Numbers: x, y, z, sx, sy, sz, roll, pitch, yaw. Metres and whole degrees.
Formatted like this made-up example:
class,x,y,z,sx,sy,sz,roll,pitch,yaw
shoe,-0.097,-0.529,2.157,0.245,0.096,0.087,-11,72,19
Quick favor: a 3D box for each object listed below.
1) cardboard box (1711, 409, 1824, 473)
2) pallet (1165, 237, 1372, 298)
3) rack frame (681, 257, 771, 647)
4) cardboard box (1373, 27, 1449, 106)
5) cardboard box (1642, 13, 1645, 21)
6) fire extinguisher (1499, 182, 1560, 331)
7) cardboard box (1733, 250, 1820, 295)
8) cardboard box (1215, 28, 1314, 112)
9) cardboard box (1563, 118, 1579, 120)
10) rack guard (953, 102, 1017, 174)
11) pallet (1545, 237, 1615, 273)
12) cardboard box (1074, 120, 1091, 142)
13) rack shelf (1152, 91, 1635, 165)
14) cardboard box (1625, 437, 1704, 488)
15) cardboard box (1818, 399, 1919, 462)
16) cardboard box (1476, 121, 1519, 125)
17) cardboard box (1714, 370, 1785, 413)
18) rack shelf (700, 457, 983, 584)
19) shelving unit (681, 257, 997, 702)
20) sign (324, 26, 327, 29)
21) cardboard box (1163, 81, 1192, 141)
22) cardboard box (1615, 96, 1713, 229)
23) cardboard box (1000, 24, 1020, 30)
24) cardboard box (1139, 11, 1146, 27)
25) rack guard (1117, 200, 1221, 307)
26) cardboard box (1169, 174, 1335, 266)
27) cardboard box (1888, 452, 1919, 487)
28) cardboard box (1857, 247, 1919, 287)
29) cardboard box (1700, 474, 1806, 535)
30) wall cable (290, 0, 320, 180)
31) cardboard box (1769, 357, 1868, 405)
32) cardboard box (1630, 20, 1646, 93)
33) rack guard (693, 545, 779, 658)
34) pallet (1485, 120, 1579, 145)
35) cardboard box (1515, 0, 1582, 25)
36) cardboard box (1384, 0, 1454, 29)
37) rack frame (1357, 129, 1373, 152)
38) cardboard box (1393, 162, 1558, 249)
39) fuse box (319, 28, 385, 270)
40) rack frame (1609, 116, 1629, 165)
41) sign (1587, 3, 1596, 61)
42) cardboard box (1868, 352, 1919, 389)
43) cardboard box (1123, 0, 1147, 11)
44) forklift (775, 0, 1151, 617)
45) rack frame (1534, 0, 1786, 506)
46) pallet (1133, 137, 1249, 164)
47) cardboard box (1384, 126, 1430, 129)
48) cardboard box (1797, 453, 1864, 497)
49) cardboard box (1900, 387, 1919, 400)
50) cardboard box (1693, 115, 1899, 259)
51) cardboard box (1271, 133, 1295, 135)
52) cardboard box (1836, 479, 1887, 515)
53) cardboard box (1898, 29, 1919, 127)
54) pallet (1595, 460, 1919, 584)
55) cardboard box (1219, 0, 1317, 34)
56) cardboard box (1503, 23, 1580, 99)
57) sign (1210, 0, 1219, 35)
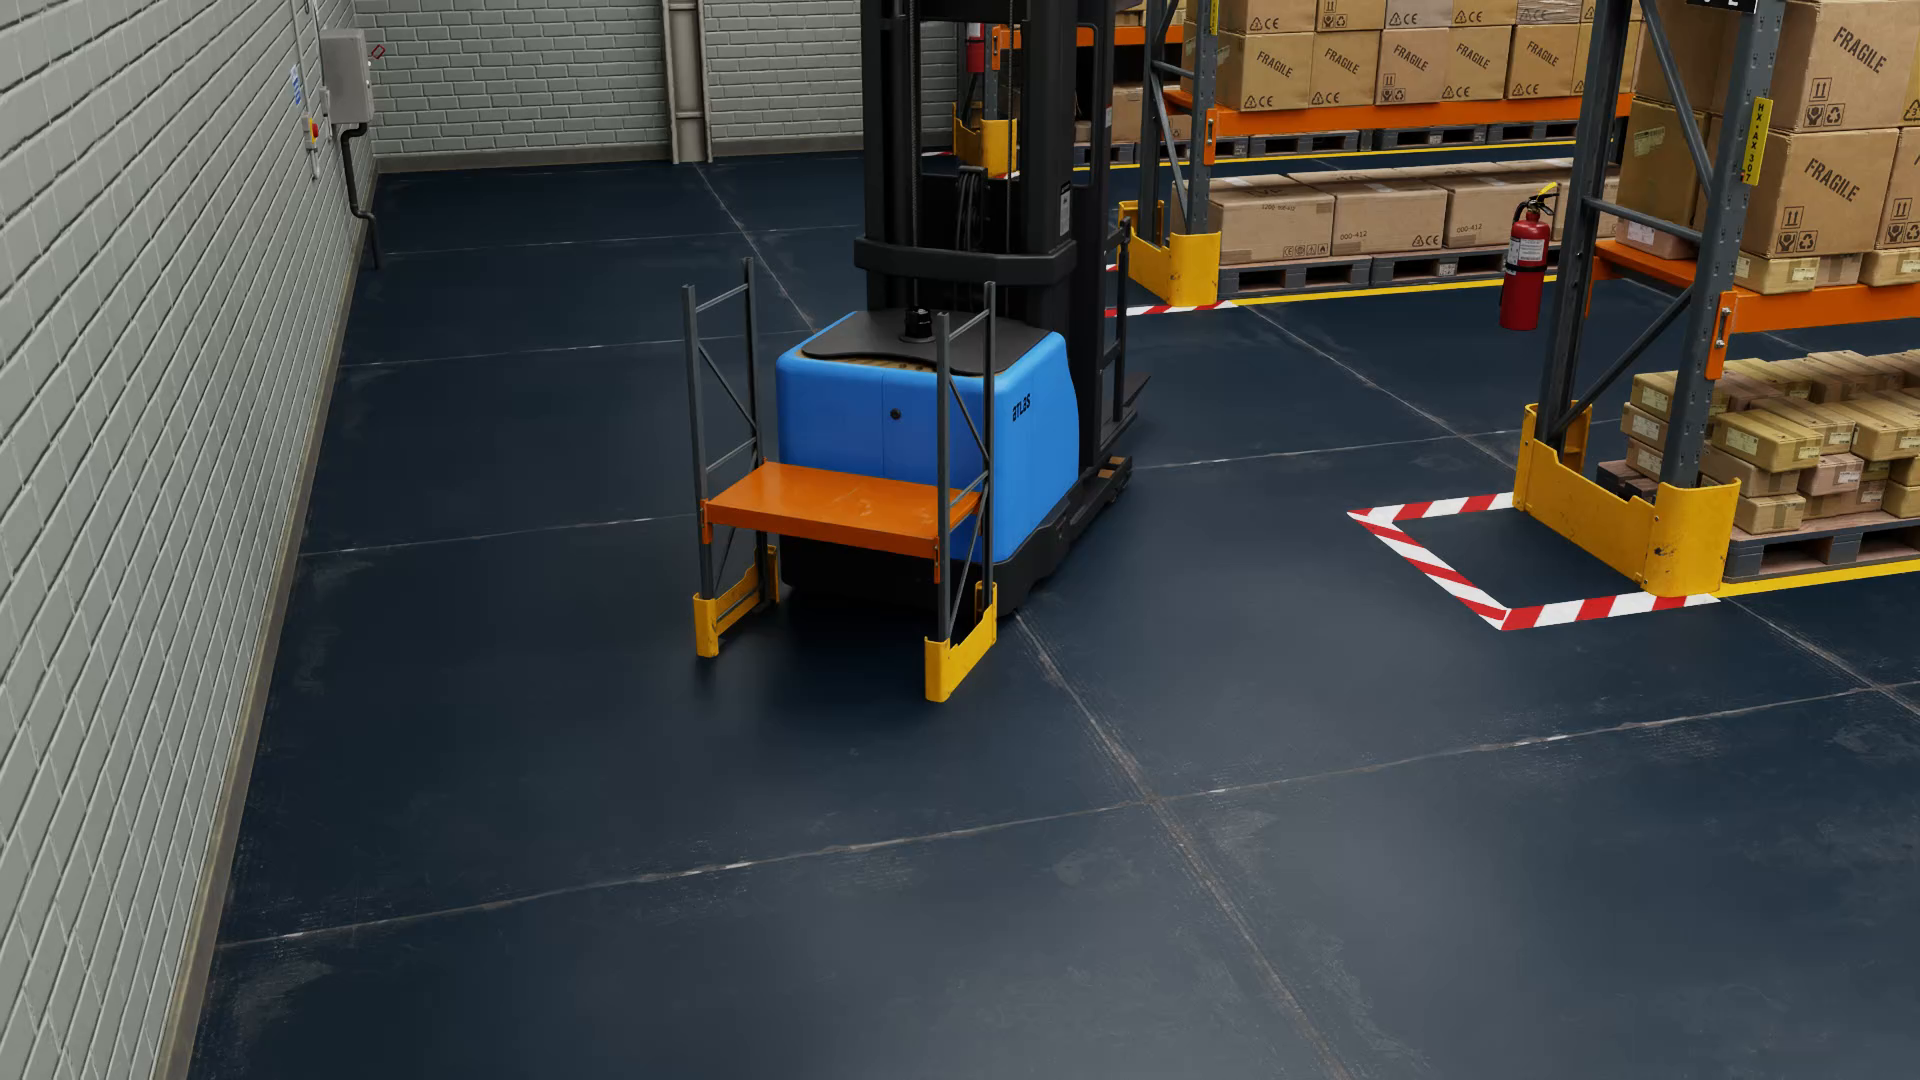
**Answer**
class,x,y,z,sx,sy,sz,roll,pitch,yaw
cardboard box,3.537,-0.437,7.294,0.250,0.149,0.380,-7,24,-17
pallet,2.255,-2.056,12.274,1.213,0.211,1.003,-6,24,-14
rack frame,-0.918,-0.330,6.617,0.032,1.500,0.500,9,25,20
cardboard box,3.020,-3.323,11.563,0.500,0.500,0.500,-6,24,-15
cardboard box,4.977,-3.999,11.871,0.500,0.500,0.500,-7,24,-15
fire extinguisher,2.573,-1.296,7.537,0.183,0.674,0.296,-6,24,-14
cardboard box,3.341,-1.149,6.942,0.250,0.149,0.380,-7,24,-15
cardboard box,2.046,-3.211,11.302,0.500,0.500,0.500,-7,24,-15
cardboard box,6.527,-4.771,17.701,0.500,0.500,0.500,-5,24,-12
rack guard,0.235,-3.966,16.360,0.348,0.500,1.175,-6,24,-14
pallet,4.604,-2.316,12.880,1.213,0.211,1.003,-6,24,-14
cardboard box,1.196,-4.049,16.466,0.250,0.149,0.380,-7,24,-16
rack shelf,3.432,-3.105,12.095,4.000,0.370,1.077,-6,24,-14
cardboard box,3.391,-0.372,7.897,0.250,0.149,0.380,-6,24,-13
cardboard box,4.047,-0.491,7.418,0.250,0.149,0.380,-6,24,-15
cardboard box,5.531,-4.655,17.433,0.500,0.500,0.500,-7,24,-16
cardboard box,3.639,-0.668,7.831,0.250,0.149,0.380,-6,24,-13
rack shelf,-0.446,-0.090,6.514,1.000,0.185,0.538,9,25,20
shelving unit,-0.455,-0.257,6.446,1.083,1.500,0.587,9,25,20
sign,-4.677,-3.548,12.336,0.001,0.494,0.329,-6,24,-14
cardboard box,2.146,-4.275,16.546,0.500,0.500,0.500,-6,24,-13
cardboard box,3.303,-1.682,7.363,0.500,0.500,0.500,-6,24,-13
cardboard box,0.552,-4.922,15.736,0.250,0.149,0.380,-6,24,-15
cardboard box,1.806,-5.041,16.012,0.250,0.149,0.380,-7,24,-16
rack guard,1.483,-2.072,11.944,0.348,0.500,1.175,-6,24,-14
cardboard box,2.114,-2.347,12.132,0.875,0.438,0.875,-7,24,-16
cardboard box,4.281,-0.386,7.550,0.250,0.149,0.380,-6,24,-13
cardboard box,3.848,-1.200,7.061,0.250,0.149,0.380,-7,24,-16
cardboard box,3.531,-0.171,7.428,0.250,0.149,0.380,-6,24,-13
wall cable,-3.917,-3.095,9.830,0.123,1.953,0.585,-6,24,-14
cardboard box,4.120,-0.747,8.016,0.250,0.149,0.380,-7,24,-16
cardboard box,4.980,-3.548,12.089,0.500,0.500,0.500,-6,24,-14
rack guard,-0.917,0.244,6.863,0.087,0.250,0.587,9,25,20
pallet,5.963,-4.484,17.932,1.213,0.211,1.003,-6,24,-14
cardboard box,3.999,-3.890,11.618,0.500,0.500,0.500,-6,24,-14
cardboard box,3.034,-3.787,11.376,0.500,0.500,0.500,-6,24,-15
rack frame,4.013,-5.533,16.841,0.127,3.000,1.000,-6,24,-14
cardboard box,3.862,-2.543,12.589,0.875,0.438,0.875,-7,24,-16
fuse box,-4.344,-2.834,12.185,0.414,1.711,0.539,-6,24,-14
rack frame,5.357,-3.649,12.450,0.127,3.000,1.000,-6,24,-14
sign,2.810,-2.244,7.308,0.005,0.325,0.100,-6,24,-14
cardboard box,4.648,-0.783,8.100,0.250,0.149,0.380,-7,24,-16
cardboard box,1.644,-5.230,15.947,0.500,0.250,0.500,-7,24,-15
forklift,0.224,-1.579,7.714,1.130,2.935,3.031,8,25,19
rack frame,2.940,-1.354,7.102,0.127,3.000,1.000,-6,24,-14
pallet,2.174,-4.047,16.915,1.213,0.211,1.003,-6,24,-14
cardboard box,4.539,-4.543,17.172,0.500,0.500,0.500,-5,24,-12
cardboard box,3.793,-0.340,7.444,0.250,0.149,0.380,-6,24,-15
cardboard box,4.533,-0.574,7.613,0.250,0.149,0.380,-5,24,-12
cardboard box,3.447,-1.480,6.891,0.500,0.500,0.500,-5,24,-12
cardboard box,3.212,-4.261,16.810,0.258,0.266,0.396,-5,24,-12
cardboard box,3.998,-0.259,7.633,0.250,0.149,0.380,-6,24,-14
cardboard box,3.928,-2.000,6.834,0.500,0.500,0.500,-6,24,-13
pallet,3.805,-0.154,7.841,1.213,0.211,1.003,-6,24,-14
cardboard box,2.045,-3.671,11.107,0.500,0.500,0.500,-7,24,-16
cardboard box,4.006,-3.432,11.818,0.500,0.500,0.500,-7,24,-15
sign,1.650,-3.446,10.778,0.005,0.325,0.100,-6,24,-14
